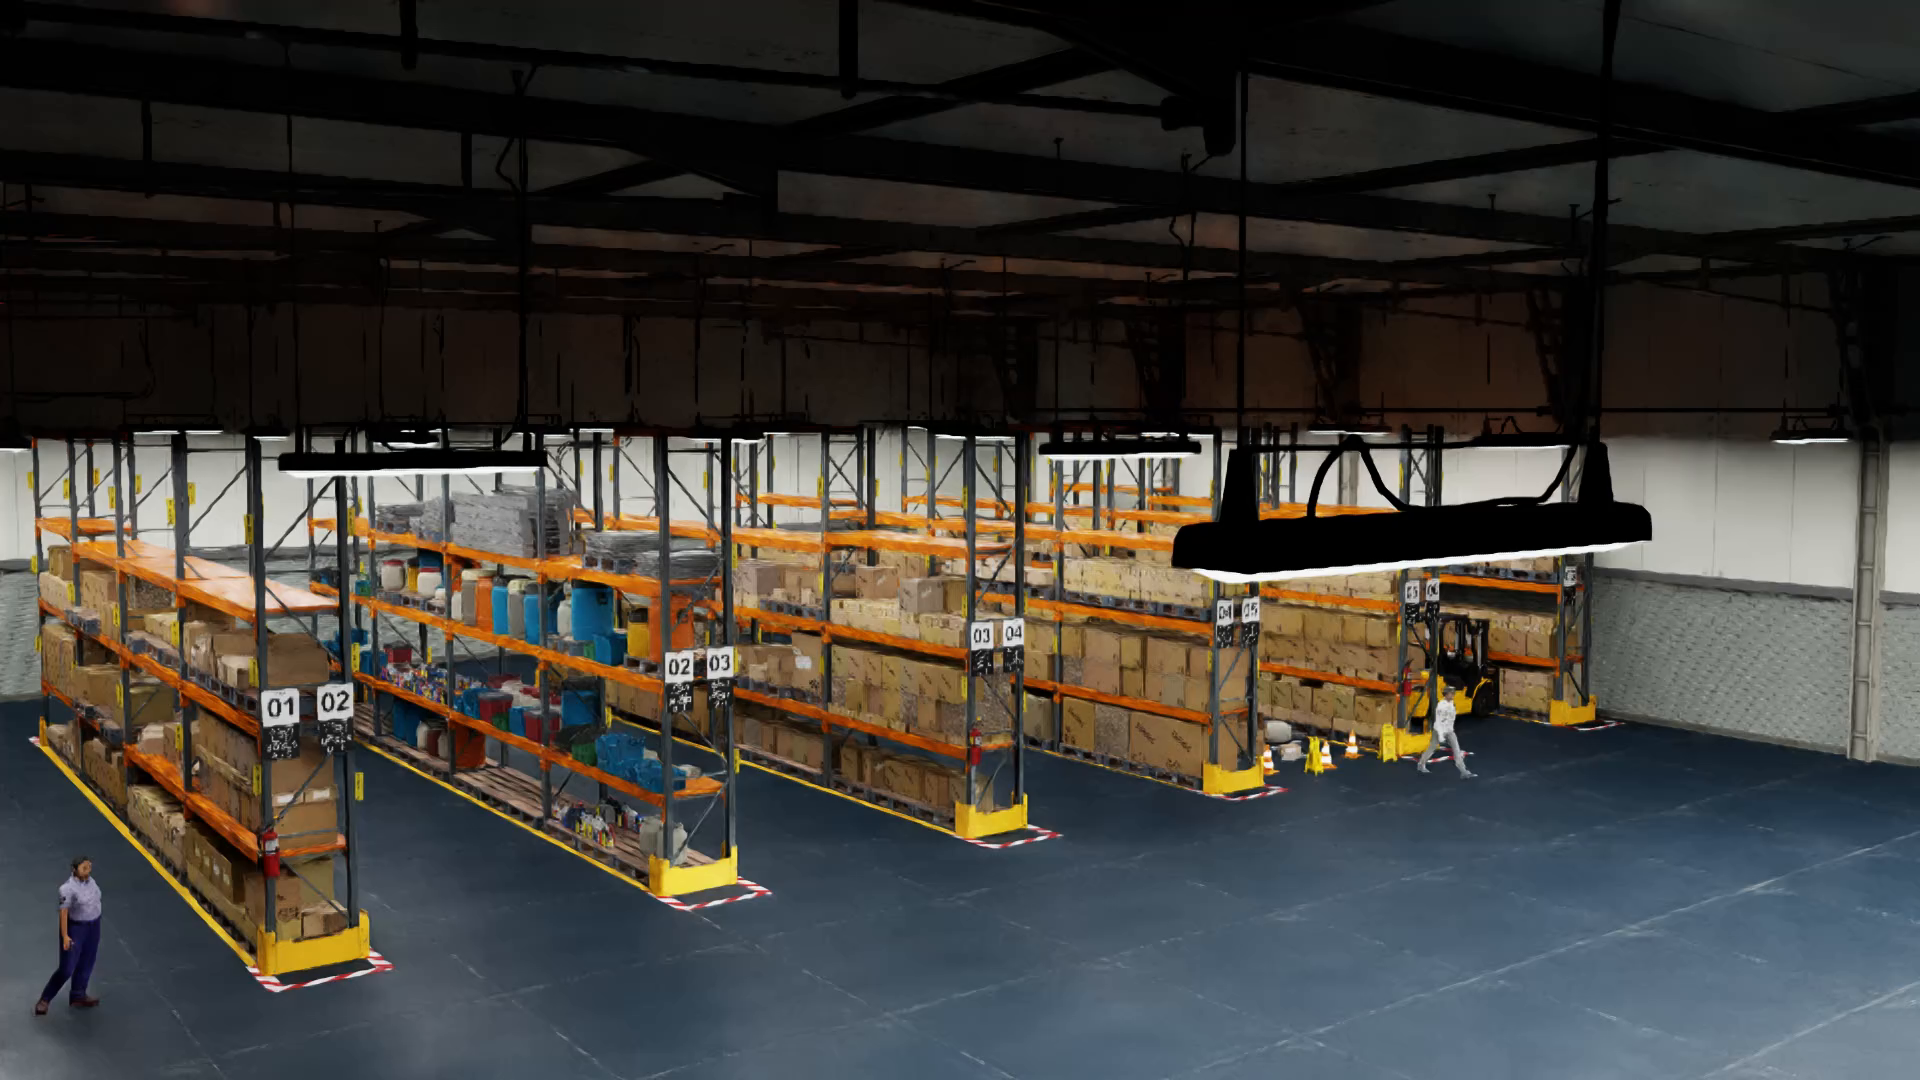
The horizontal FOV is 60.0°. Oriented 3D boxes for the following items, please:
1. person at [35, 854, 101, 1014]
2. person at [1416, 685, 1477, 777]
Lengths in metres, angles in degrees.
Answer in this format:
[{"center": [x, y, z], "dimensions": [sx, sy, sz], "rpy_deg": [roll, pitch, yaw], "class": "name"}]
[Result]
[{"center": [-9.379, 4.137, 17.491], "dimensions": [0.509, 1.641, 0.668], "rpy_deg": [1, 5, 13], "class": "person"}, {"center": [8.351, 3.269, 28.578], "dimensions": [0.499, 1.587, 1.073], "rpy_deg": [-4, 6, -38], "class": "person"}]
